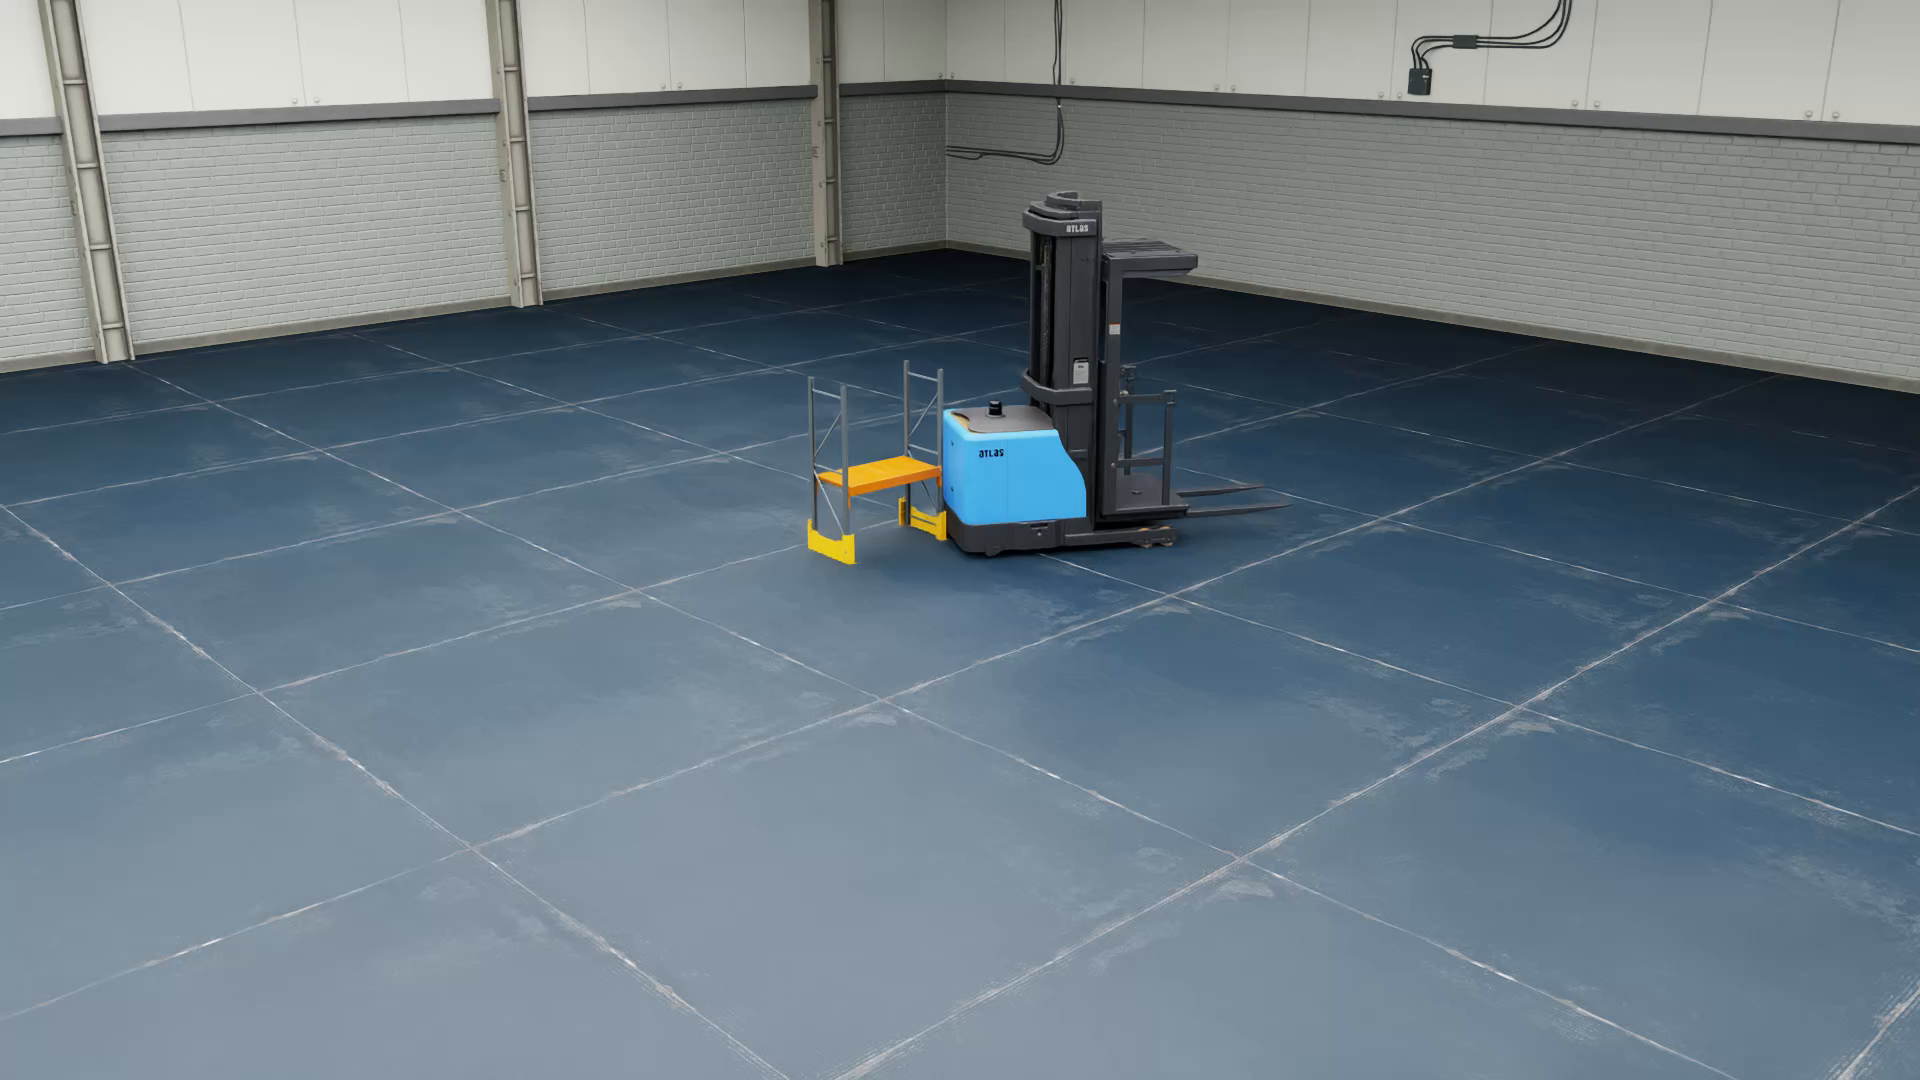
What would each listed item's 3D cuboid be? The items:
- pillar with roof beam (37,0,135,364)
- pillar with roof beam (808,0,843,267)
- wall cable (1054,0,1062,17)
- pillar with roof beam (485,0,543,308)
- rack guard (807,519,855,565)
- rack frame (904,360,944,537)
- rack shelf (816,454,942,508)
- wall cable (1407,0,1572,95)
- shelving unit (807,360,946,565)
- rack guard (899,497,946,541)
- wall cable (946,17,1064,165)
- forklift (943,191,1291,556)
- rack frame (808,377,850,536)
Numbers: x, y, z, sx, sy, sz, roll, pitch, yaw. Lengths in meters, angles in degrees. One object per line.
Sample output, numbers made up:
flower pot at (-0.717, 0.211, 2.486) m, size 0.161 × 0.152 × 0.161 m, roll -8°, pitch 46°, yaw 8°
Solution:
pillar with roof beam at (-8.092, -5.675, 17.398) m, size 0.400 × 9.000 × 9.100 m, roll -16°, pitch 24°, yaw -41°
pillar with roof beam at (0.627, -8.218, 25.241) m, size 0.400 × 9.000 × 9.100 m, roll -16°, pitch 24°, yaw -41°
wall cable at (2.577, -9.830, 27.058) m, size 0.112 × 2.526 × 3.097 m, roll -16°, pitch 24°, yaw -41°
pillar with roof beam at (-3.732, -6.947, 21.319) m, size 0.400 × 9.000 × 9.100 m, roll -16°, pitch 24°, yaw -41°
rack guard at (-1.090, 0.012, 14.043) m, size 0.087 × 0.250 × 0.587 m, roll -15°, pitch 23°, yaw -38°
rack frame at (-0.316, -0.785, 14.476) m, size 0.032 × 1.500 × 0.500 m, roll -15°, pitch 23°, yaw -38°
rack shelf at (-0.703, -0.513, 14.218) m, size 1.000 × 0.185 × 0.538 m, roll -15°, pitch 23°, yaw -38°
wall cable at (7.230, -8.998, 22.131) m, size 0.169 × 6.003 × 2.305 m, roll -16°, pitch 24°, yaw -41°
shelving unit at (-0.710, -0.682, 14.157) m, size 1.083 × 1.500 × 0.587 m, roll -15°, pitch 23°, yaw -38°
rack guard at (-0.331, -0.187, 14.656) m, size 0.087 × 0.250 × 0.587 m, roll -15°, pitch 23°, yaw -38°
wall cable at (0.719, -8.034, 29.707) m, size 0.112 × 2.526 × 3.097 m, roll -16°, pitch 24°, yaw -41°
forklift at (1.386, -1.482, 14.302) m, size 3.031 × 2.935 × 1.130 m, roll -4°, pitch 18°, yaw -13°
rack frame at (-1.091, -0.583, 13.850) m, size 0.032 × 1.500 × 0.500 m, roll -15°, pitch 23°, yaw -38°
